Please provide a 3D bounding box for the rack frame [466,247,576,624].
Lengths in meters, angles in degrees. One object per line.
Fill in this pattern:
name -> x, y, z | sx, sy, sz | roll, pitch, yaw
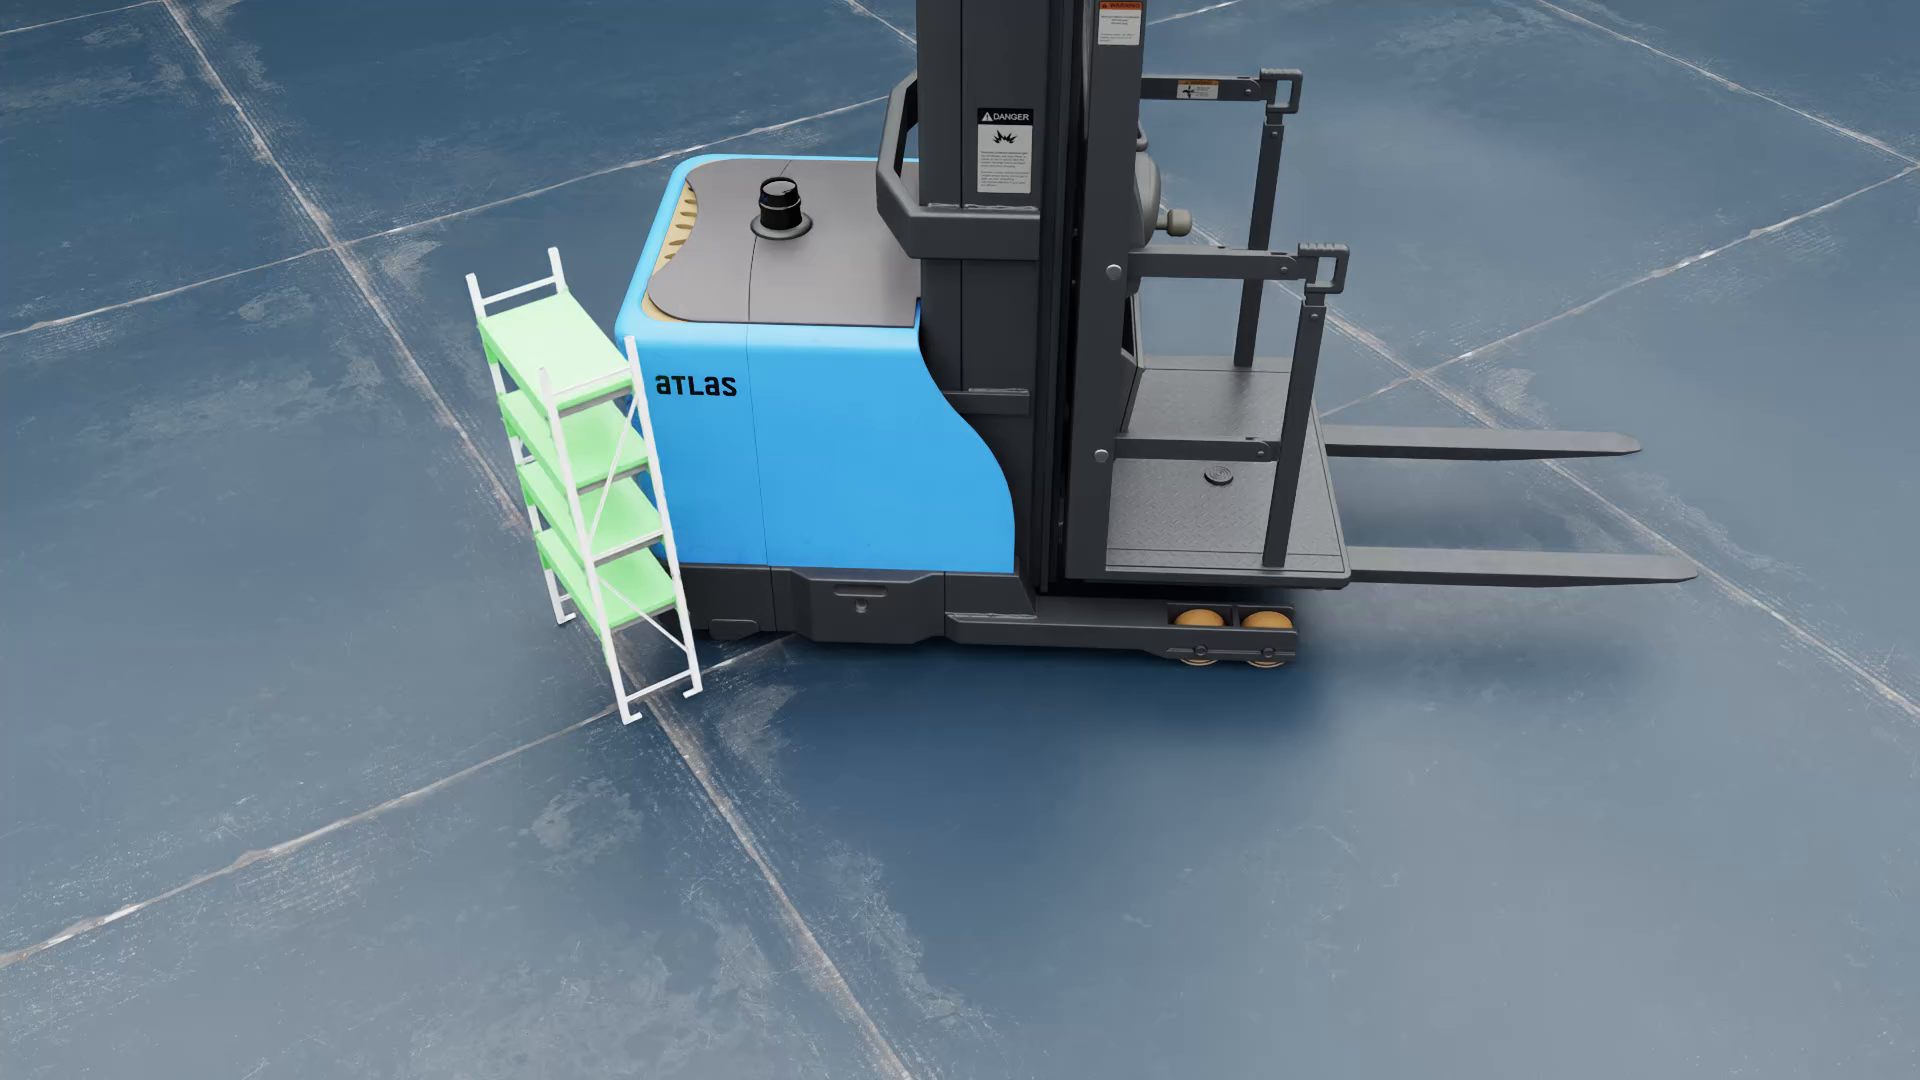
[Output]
rack frame -> -1.115, -0.250, 4.605 | 0.240, 1.200, 0.015 | -24, 45, -22

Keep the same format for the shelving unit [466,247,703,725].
shelving unit -> -0.985, -0.118, 4.446 | 0.258, 1.200, 0.503 | -24, 45, -22

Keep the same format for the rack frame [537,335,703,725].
rack frame -> -0.856, 0.015, 4.287 | 0.240, 1.200, 0.015 | -24, 45, -22

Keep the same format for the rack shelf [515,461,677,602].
rack shelf -> -0.983, -0.069, 4.488 | 0.258, 0.148, 0.480 | -24, 45, -22

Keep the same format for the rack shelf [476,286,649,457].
rack shelf -> -0.999, -0.432, 4.173 | 0.258, 0.148, 0.480 | -24, 45, -22

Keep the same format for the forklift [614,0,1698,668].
forklift -> 0.626, -1.108, 4.290 | 3.031, 2.935, 1.130 | 2, 40, 2

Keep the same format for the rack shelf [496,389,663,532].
rack shelf -> -0.991, -0.251, 4.330 | 0.258, 0.148, 0.480 | -24, 45, -22

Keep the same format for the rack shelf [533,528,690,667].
rack shelf -> -0.975, 0.112, 4.645 | 0.258, 0.148, 0.480 | -24, 45, -22
